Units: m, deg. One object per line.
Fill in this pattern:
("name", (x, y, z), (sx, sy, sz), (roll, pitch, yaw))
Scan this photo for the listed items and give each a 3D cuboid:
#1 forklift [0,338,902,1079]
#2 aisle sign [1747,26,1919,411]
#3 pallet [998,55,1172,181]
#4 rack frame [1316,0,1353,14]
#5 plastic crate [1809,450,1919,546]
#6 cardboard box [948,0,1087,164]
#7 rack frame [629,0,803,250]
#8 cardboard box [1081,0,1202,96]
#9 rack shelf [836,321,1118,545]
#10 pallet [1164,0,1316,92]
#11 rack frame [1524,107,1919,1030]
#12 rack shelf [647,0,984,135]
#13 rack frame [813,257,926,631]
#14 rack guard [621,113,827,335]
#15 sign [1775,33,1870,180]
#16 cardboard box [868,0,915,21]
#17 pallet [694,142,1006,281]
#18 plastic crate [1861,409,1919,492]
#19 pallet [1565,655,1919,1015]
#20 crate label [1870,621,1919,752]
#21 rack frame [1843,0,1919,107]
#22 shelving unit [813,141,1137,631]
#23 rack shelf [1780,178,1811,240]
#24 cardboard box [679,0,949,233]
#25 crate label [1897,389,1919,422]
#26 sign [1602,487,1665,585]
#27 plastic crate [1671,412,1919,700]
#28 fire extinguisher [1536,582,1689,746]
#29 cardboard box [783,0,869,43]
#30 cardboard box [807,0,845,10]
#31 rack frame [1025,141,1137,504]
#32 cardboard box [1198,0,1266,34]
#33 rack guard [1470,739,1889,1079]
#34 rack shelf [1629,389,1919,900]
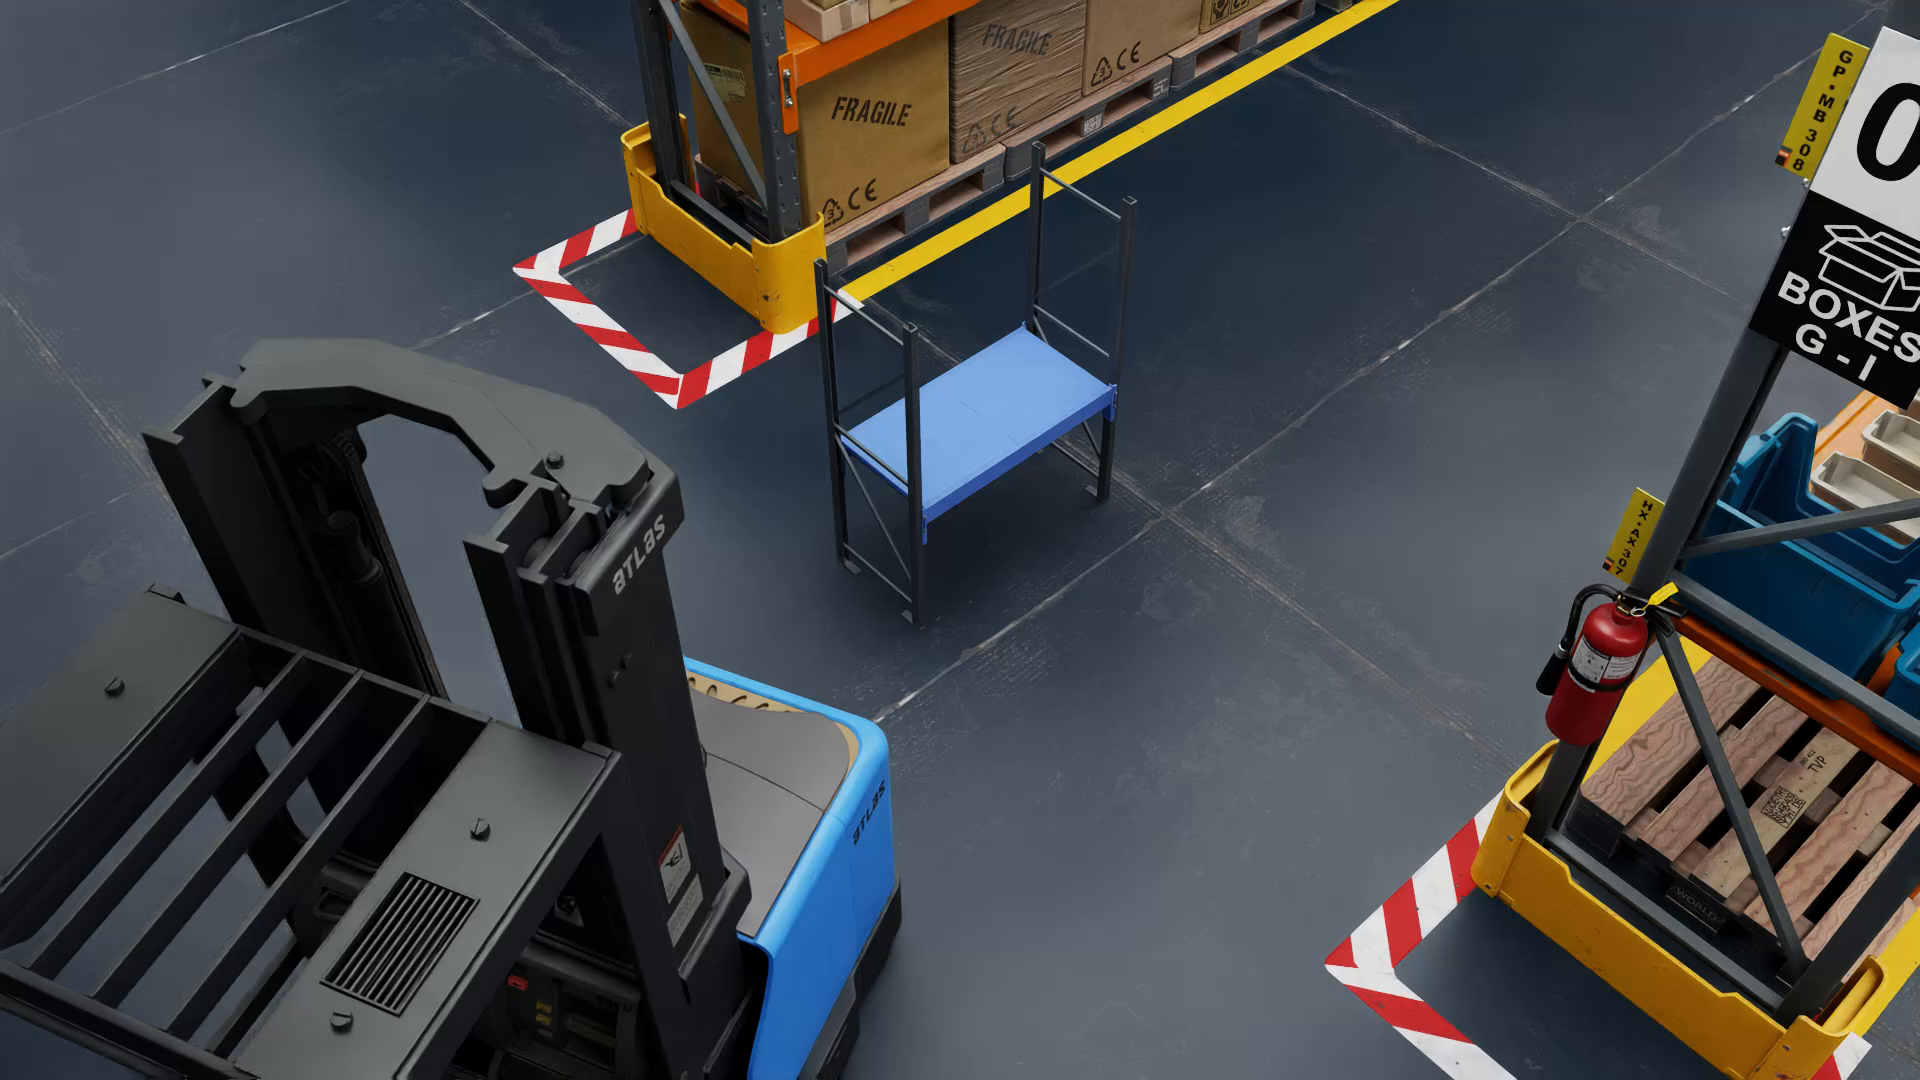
("forklift", (-1.228, 1.136, 3.708), (1.130, 2.935, 3.031), (17, 50, 15))
("aisle sign", (1.999, -0.665, 3.553), (0.004, 0.787, 0.394), (-34, 56, -27))
("pallet", (0.359, -2.445, 8.862), (1.213, 0.211, 1.003), (-34, 56, -27))
("rack frame", (1.877, -4.330, 8.705), (0.127, 3.000, 1.000), (-34, 56, -27))
("plastic crate", (2.731, -0.092, 4.932), (0.243, 0.136, 0.396), (-34, 56, -27))
("cardboard box", (0.011, -2.584, 8.254), (0.875, 0.875, 0.875), (-34, 56, -27))
("rack frame", (-1.082, -2.353, 6.880), (0.127, 3.000, 1.000), (-34, 56, -27))
("cardboard box", (0.669, -3.024, 8.660), (0.875, 0.875, 0.875), (-34, 56, -27))
("rack shelf", (0.063, -0.429, 6.370), (1.000, 0.185, 0.538), (-34, 56, -27))
("pallet", (1.262, -3.051, 9.422), (1.213, 0.211, 1.003), (-34, 56, -27))
("rack frame", (2.250, 0.341, 4.395), (0.127, 3.000, 1.000), (-34, 56, -27))
("rack shelf", (0.397, -3.097, 8.057), (4.000, 0.370, 1.077), (-34, 56, -27))
("rack frame", (-0.313, -0.299, 6.006), (0.032, 1.500, 0.500), (-34, 56, -27))
("rack guard", (-1.100, -1.493, 7.787), (0.348, 0.500, 1.175), (-34, 56, -27))
("sign", (1.868, -0.932, 3.599), (0.005, 0.325, 0.100), (-34, 56, -27))
("cardboard box", (-0.409, -2.391, 7.086), (0.250, 0.149, 0.380), (-35, 56, -28))
("pallet", (-0.543, -1.845, 8.309), (1.213, 0.211, 1.003), (-34, 56, -27))
("plastic crate", (2.955, -0.227, 5.057), (0.243, 0.136, 0.396), (-34, 56, -27))
("pallet", (2.886, 0.900, 5.776), (1.213, 0.211, 1.003), (-34, 56, -27))
("crate label", (2.654, 0.434, 4.382), (0.303, 0.233, 0.416), (-34, 56, -27))
("rack frame", (2.250, -1.694, 2.190), (0.127, 3.000, 1.000), (-34, 56, -27))
("shelving unit", (0.063, -0.551, 6.238), (1.048, 1.500, 0.538), (-34, 56, -27))
("rack shelf", (3.729, -1.421, 4.469), (4.000, 0.370, 1.077), (-34, 56, -27))
("cardboard box", (-0.663, -2.134, 7.838), (0.875, 0.875, 0.875), (-34, 56, -27))
("crate label", (3.145, -0.378, 5.197), (0.243, 0.136, 0.396), (-34, 56, -27))
("sign", (1.868, -0.006, 4.603), (0.005, 0.325, 0.100), (-34, 56, -27))
("plastic crate", (2.372, 0.041, 4.606), (0.499, 0.435, 0.616), (-34, 56, -27))
("fire extinguisher", (1.832, 0.321, 4.719), (0.183, 0.674, 0.296), (-34, 56, -27))
("cardboard box", (-0.598, -2.263, 6.968), (0.250, 0.149, 0.380), (-33, 55, -27))
("cardboard box", (-0.546, -2.493, 6.909), (0.500, 0.250, 0.500), (-35, 56, -28))
("rack frame", (0.439, -0.802, 6.470), (0.032, 1.500, 0.500), (-34, 56, -27))
("cardboard box", (1.335, -3.469, 9.070), (0.875, 0.875, 0.875), (-34, 56, -27))
("rack guard", (2.241, 1.207, 5.296), (0.348, 0.500, 1.175), (-34, 56, -27))
("rack shelf", (3.729, -0.404, 5.571), (4.000, 0.370, 1.077), (-34, 56, -27))
